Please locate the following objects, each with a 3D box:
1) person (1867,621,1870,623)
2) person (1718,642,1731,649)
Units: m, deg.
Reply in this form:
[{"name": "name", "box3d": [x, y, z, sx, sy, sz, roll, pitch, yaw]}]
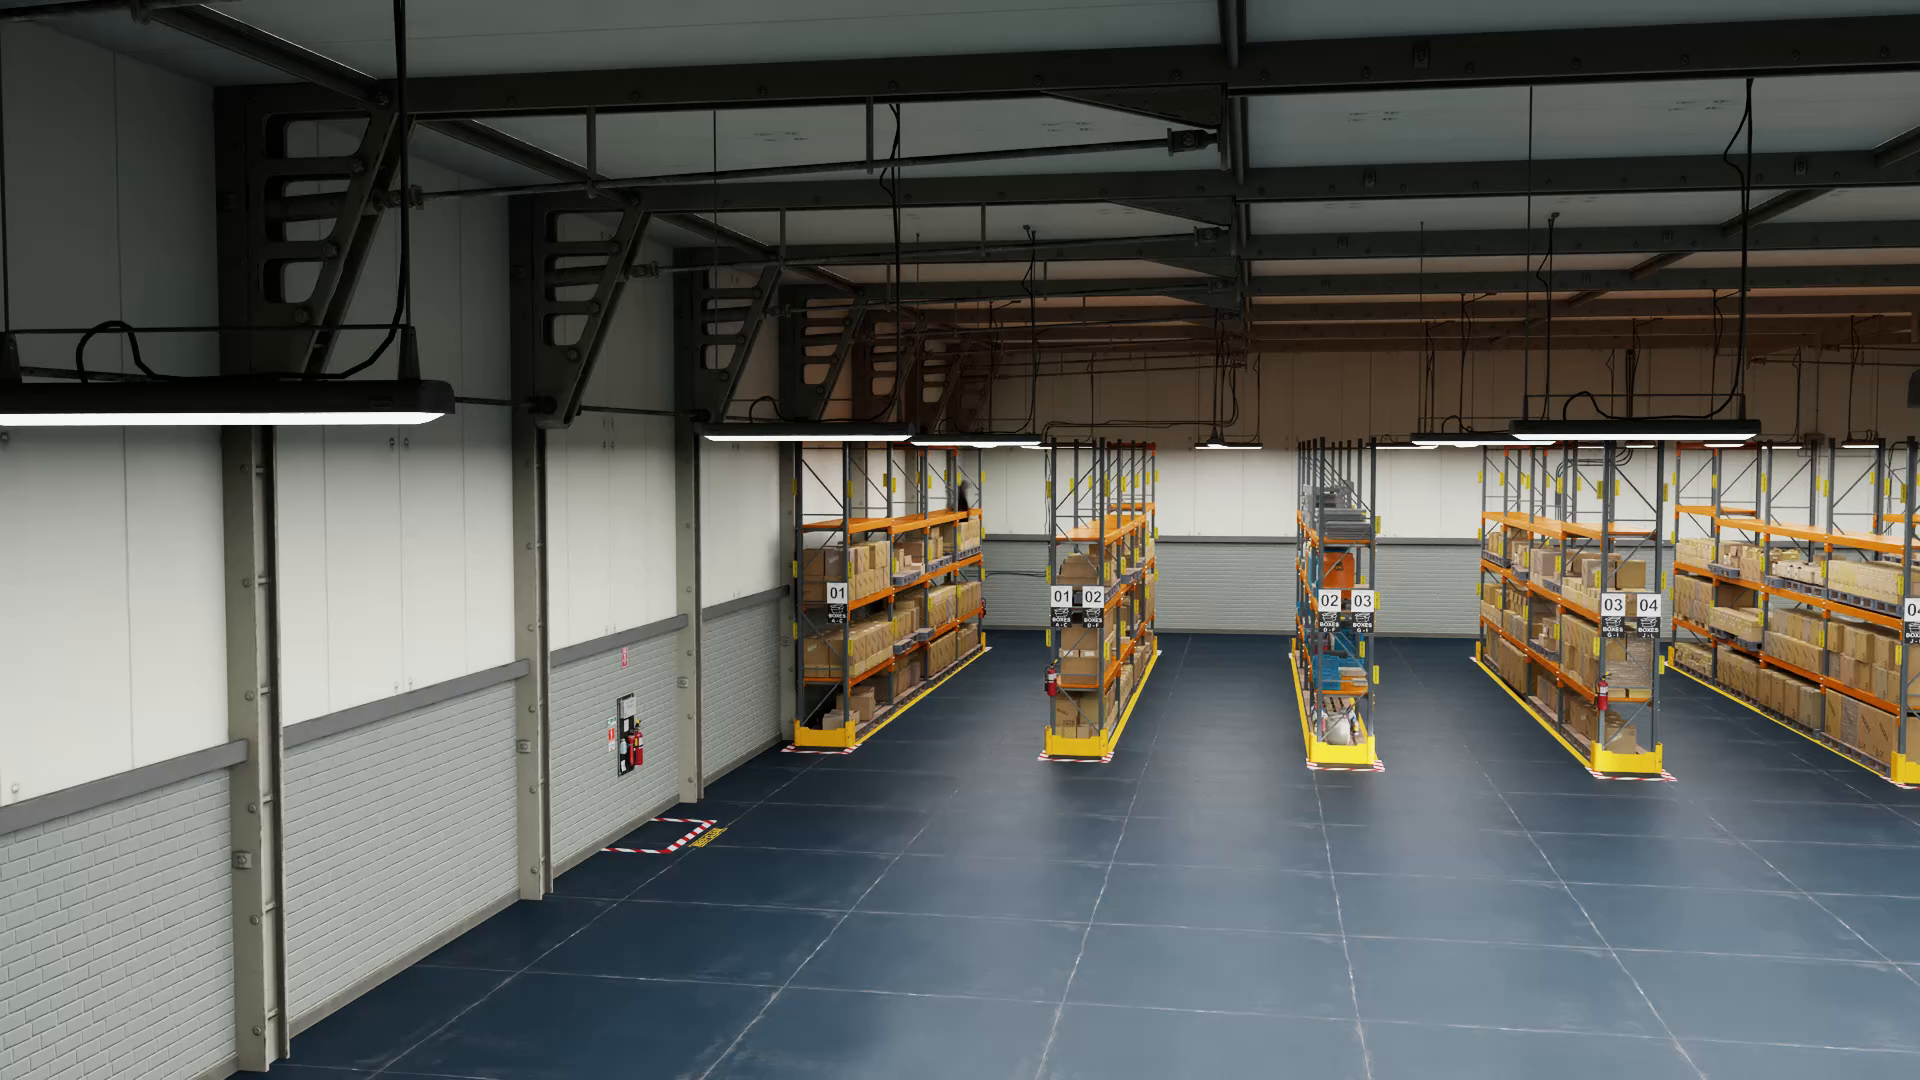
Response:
[{"name": "person", "box3d": [25.649, 2.471, 46.684, 0.677, 1.562, 0.534, 0, 3, -8]}, {"name": "person", "box3d": [20.630, 2.461, 45.238, 0.733, 1.743, 0.713, 2, 4, 40]}]
